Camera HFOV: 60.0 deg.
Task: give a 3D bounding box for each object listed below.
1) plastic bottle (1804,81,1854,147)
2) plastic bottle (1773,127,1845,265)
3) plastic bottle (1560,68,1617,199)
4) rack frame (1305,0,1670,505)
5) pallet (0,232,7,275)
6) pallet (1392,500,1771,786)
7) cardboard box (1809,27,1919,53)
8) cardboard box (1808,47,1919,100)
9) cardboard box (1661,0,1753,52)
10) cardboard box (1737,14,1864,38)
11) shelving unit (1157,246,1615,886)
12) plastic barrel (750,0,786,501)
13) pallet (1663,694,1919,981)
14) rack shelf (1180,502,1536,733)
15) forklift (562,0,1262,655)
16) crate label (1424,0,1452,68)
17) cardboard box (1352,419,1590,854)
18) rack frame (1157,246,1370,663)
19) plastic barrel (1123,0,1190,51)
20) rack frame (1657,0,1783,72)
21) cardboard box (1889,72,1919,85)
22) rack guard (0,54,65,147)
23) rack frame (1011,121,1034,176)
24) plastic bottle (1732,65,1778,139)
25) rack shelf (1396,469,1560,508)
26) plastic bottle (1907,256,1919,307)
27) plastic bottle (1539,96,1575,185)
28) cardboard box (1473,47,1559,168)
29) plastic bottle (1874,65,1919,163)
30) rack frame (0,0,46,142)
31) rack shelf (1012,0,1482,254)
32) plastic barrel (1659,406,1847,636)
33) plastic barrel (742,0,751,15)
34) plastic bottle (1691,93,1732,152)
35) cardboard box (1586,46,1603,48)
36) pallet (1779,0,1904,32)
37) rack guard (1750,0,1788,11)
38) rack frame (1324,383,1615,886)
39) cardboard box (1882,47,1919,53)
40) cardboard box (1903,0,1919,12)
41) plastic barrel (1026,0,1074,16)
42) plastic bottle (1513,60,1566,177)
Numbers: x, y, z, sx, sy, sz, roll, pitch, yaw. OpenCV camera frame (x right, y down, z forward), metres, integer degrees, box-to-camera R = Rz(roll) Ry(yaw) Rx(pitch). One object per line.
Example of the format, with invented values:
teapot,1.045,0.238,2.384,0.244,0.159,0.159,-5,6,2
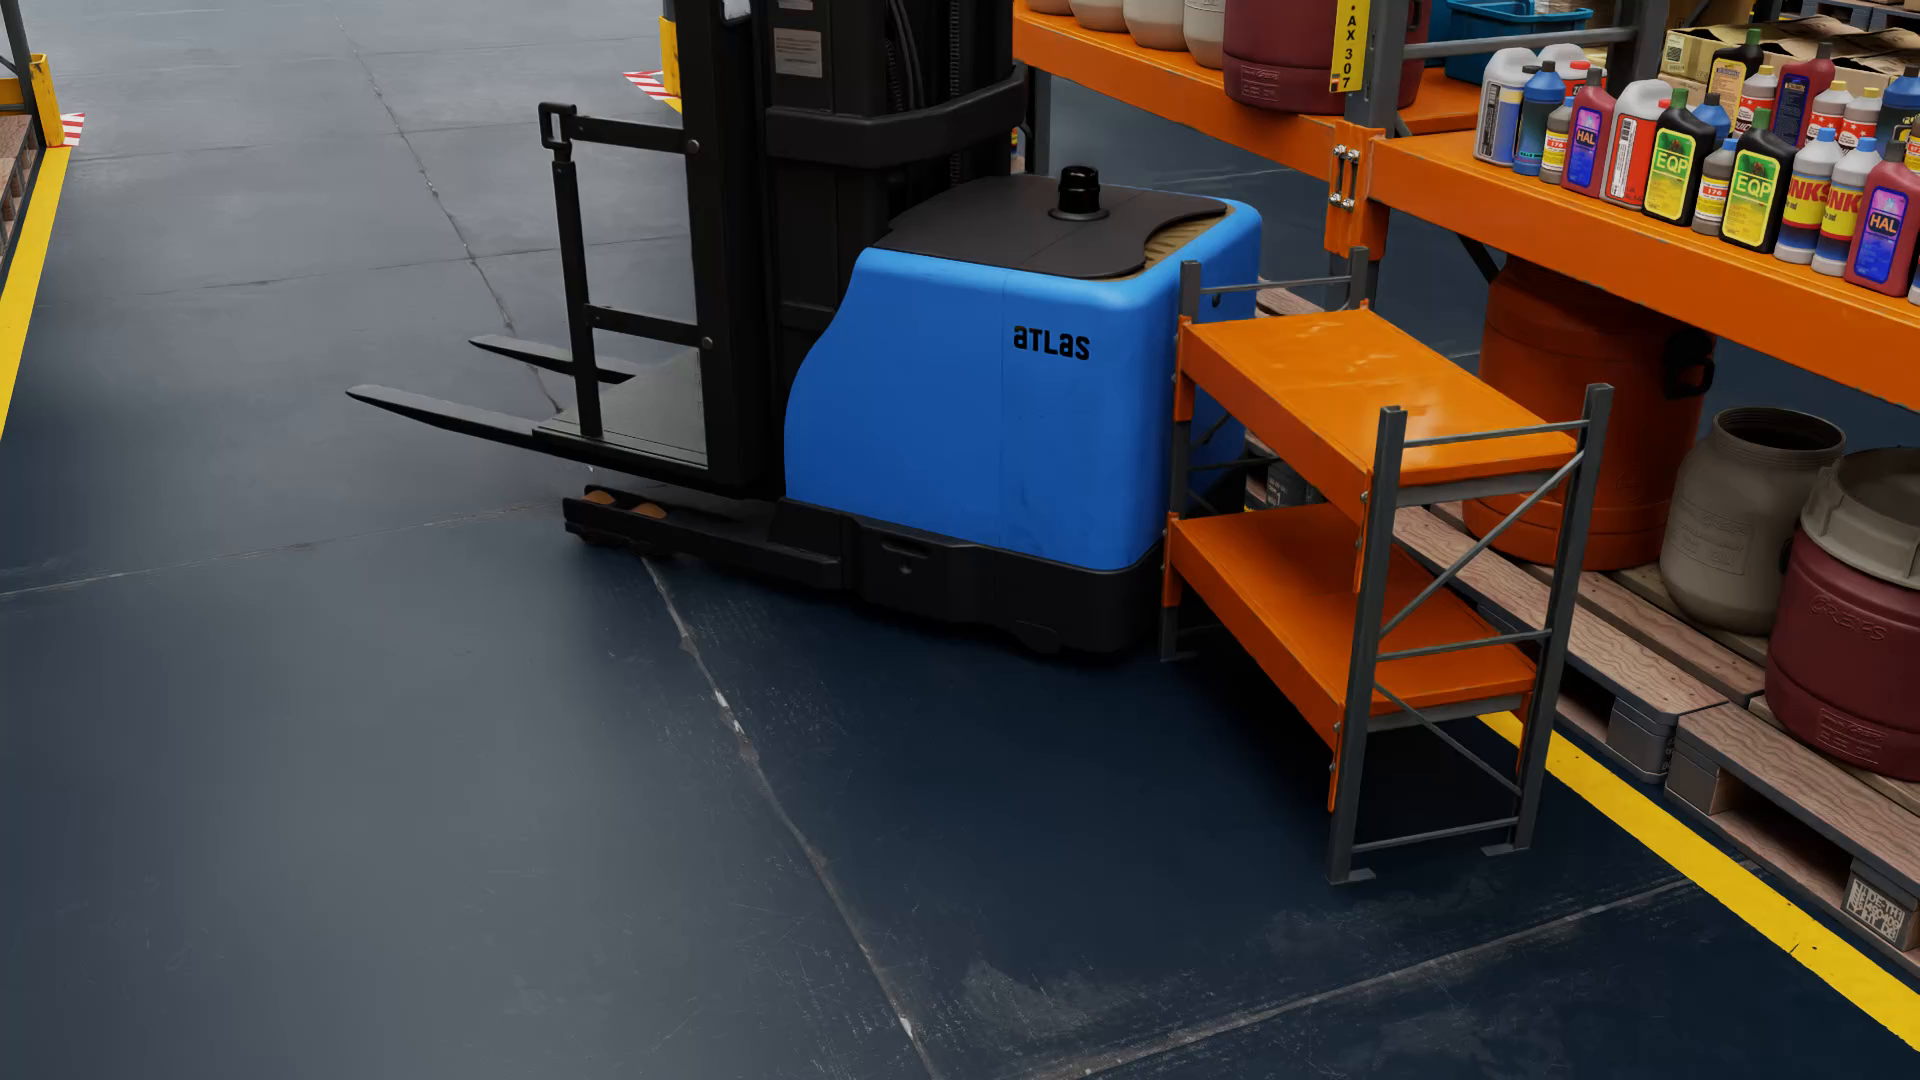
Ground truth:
plastic bottle,2.218,-1.065,4.239,0.097,0.201,0.097,0,26,0
plastic bottle,2.178,-0.287,2.566,0.097,0.271,2.212,-11,28,-21
plastic bottle,1.507,-0.964,3.939,0.061,0.283,0.133,-11,28,-21
rack frame,1.548,-1.387,4.673,1.000,3.000,0.127,-11,28,-21
pallet,-4.871,-1.163,7.392,1.003,0.211,1.213,-11,28,-21
pallet,1.895,0.177,4.647,1.003,0.211,1.213,-11,28,-21
cardboard box,5.173,-2.734,9.446,0.500,0.311,0.500,-10,28,-19
cardboard box,4.869,-2.436,8.836,0.500,0.311,0.500,-12,28,-22
cardboard box,4.647,-3.383,10.560,0.500,0.500,0.500,-11,28,-21
cardboard box,4.963,-2.943,9.874,0.500,0.311,0.500,-11,28,-21
shelving unit,-10.782,-3.253,5.074,21.784,6.000,11.952,-7,27,-14
plastic barrel,-0.162,-1.376,4.619,0.936,2.708,0.867,0,26,0
pallet,2.369,0.669,3.640,1.003,0.211,1.213,-11,28,-21
rack shelf,0.923,0.164,4.022,0.459,0.093,0.952,-7,27,-14
forklift,-2.772,-10.703,23.930,26.824,2.843,36.428,13,29,25
crate label,1.408,-1.851,5.582,0.502,0.435,0.616,-11,28,-21
cardboard box,1.056,0.226,3.506,0.469,0.981,0.098,-12,28,-23
rack frame,0.788,-0.205,4.387,0.500,1.125,0.032,-7,27,-14
plastic barrel,0.784,-1.986,5.772,0.421,0.512,0.421,0,26,0
rack frame,4.541,-3.852,9.720,1.000,3.000,0.127,-11,28,-21
cardboard box,5.077,-2.227,8.408,0.500,0.311,0.500,-10,28,-19
rack guard,-6.112,-2.612,10.030,1.175,0.500,0.348,-11,28,-21
rack frame,-0.021,-3.002,7.979,0.949,2.616,0.053,-11,28,-21
plastic bottle,2.128,-1.158,4.430,0.097,0.201,0.097,0,26,0
rack shelf,0.923,-0.301,3.795,0.416,0.054,0.922,-7,27,-14
plastic bottle,1.893,-0.582,3.169,0.097,0.271,0.097,0,26,0
plastic bottle,1.479,-0.977,4.059,0.097,0.201,0.097,0,26,0
cardboard box,5.470,0.347,2.493,5.886,1.356,7.345,-11,28,-21
plastic bottle,2.294,-1.018,4.063,0.097,0.271,0.097,0,26,0
rack frame,-6.142,-3.766,9.544,1.000,3.000,0.127,-11,28,-21
rack shelf,0.765,-1.872,6.484,1.077,0.370,4.000,-11,28,-21
plastic barrel,2.059,-0.051,4.292,0.421,0.512,0.421,0,26,0
plastic barrel,-1.257,-3.435,11.224,0.421,0.512,0.421,0,26,0
plastic bottle,1.678,-0.871,3.763,0.097,0.271,0.097,0,26,0
cardboard box,3.971,-3.158,10.955,0.500,0.250,0.500,-11,28,-21
pallet,5.877,-1.760,8.614,9.879,0.211,12.008,-11,28,-21
rack guard,7.561,-5.165,15.259,1.175,0.500,0.348,-11,28,-21
rack frame,1.057,0.225,3.506,0.500,1.125,0.032,-7,27,-14
cardboard box,5.366,-2.532,9.033,0.500,0.311,0.500,-11,28,-21
cardboard box,8.184,-4.564,13.526,0.700,0.500,0.500,-12,29,-24
plastic barrel,0.442,-2.343,6.475,0.433,0.535,0.433,0,26,0
plastic bottle,1.440,-1.048,4.124,0.097,0.271,0.097,0,26,0
